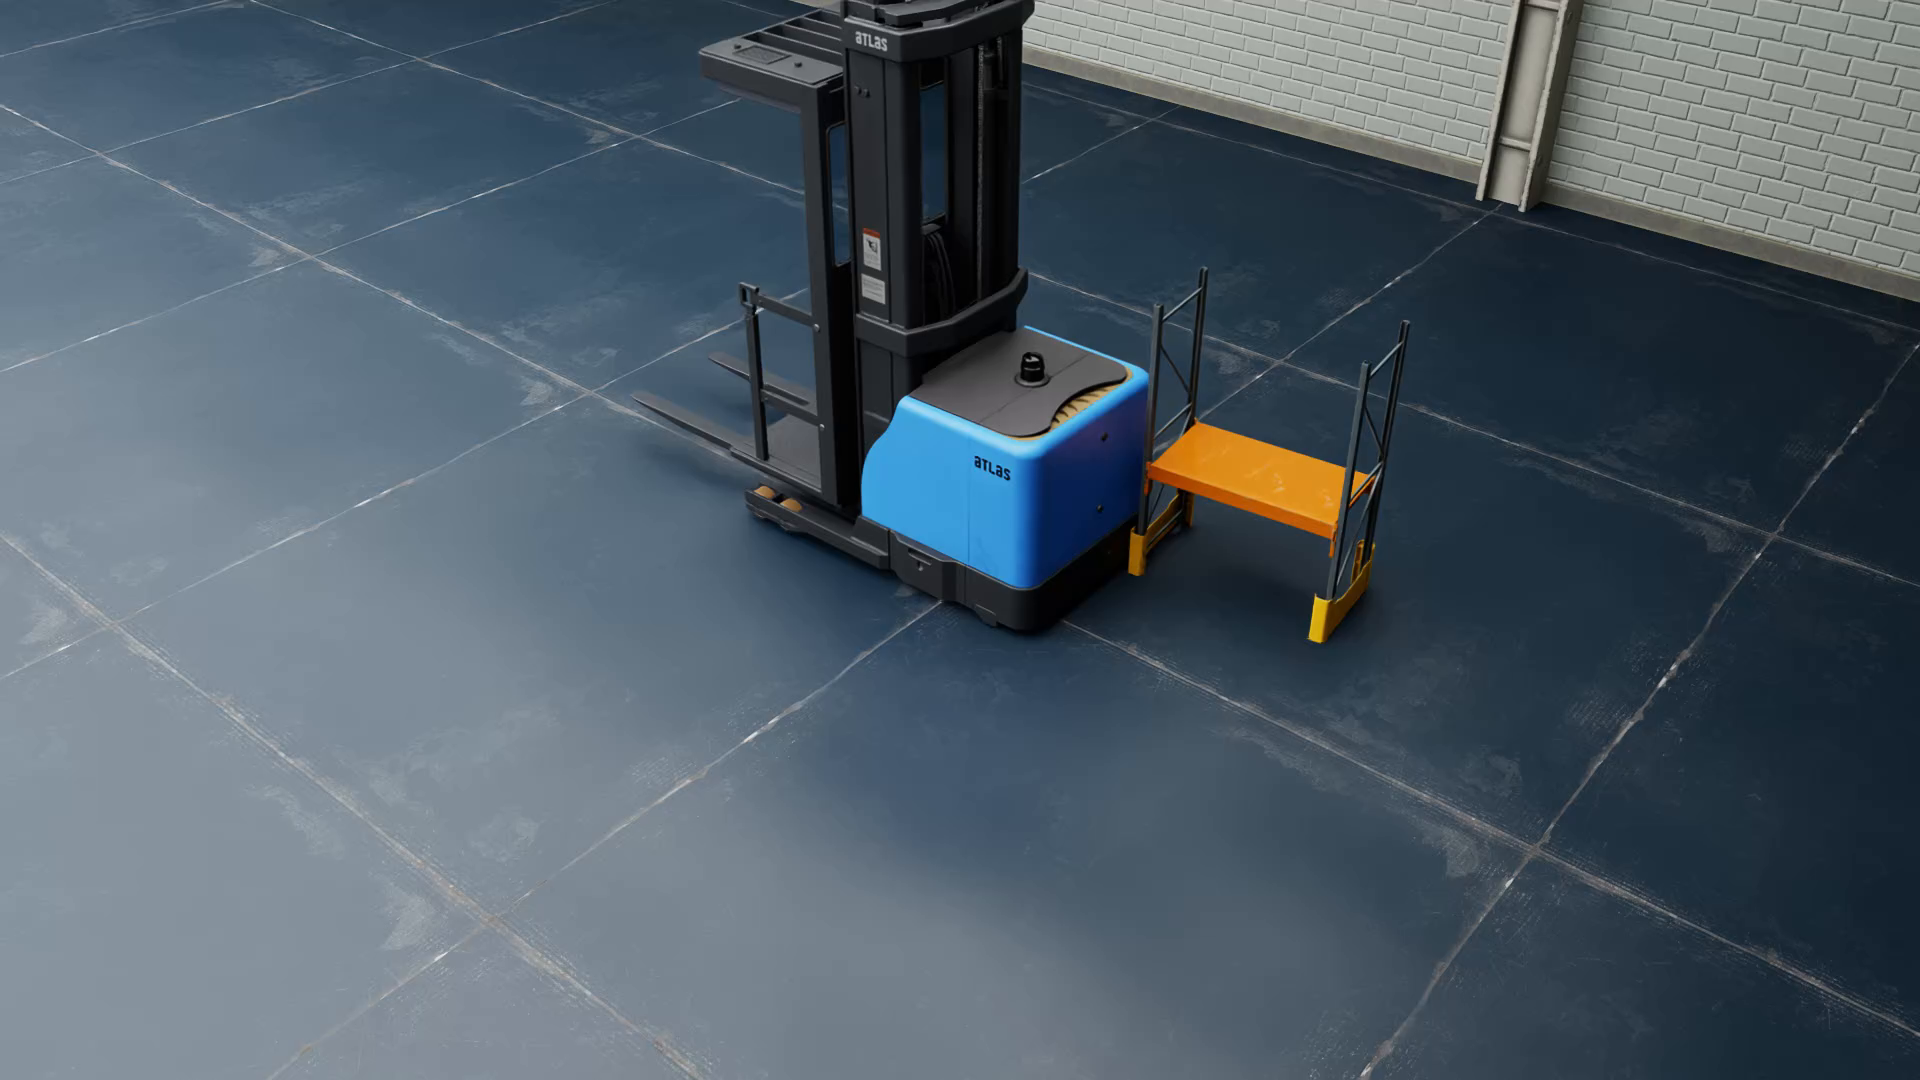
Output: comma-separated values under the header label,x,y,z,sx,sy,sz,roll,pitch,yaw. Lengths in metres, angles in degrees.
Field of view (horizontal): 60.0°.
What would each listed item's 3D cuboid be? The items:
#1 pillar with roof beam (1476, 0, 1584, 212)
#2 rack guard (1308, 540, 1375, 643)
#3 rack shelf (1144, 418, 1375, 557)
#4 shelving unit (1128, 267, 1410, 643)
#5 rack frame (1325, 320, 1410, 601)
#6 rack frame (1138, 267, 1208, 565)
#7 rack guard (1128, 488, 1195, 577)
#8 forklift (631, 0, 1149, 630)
label,x,y,z,sx,sy,sz,roll,pitch,yaw
pillar with roof beam,1.362,-4.392,7.196,0.400,9.000,9.100,25,42,32
rack guard,1.877,0.249,8.166,0.087,0.250,0.587,21,40,27
rack shelf,1.470,-0.271,8.137,1.000,0.185,0.538,21,40,27
shelving unit,1.463,-0.422,8.039,1.083,1.500,0.587,21,40,27
rack frame,1.894,-0.260,7.803,0.032,1.500,0.500,21,40,27
rack frame,1.047,-0.578,8.267,0.032,1.500,0.500,21,40,27
rack guard,1.048,-0.063,8.620,0.087,0.250,0.587,21,40,27
forklift,-0.518,-1.463,8.292,3.031,2.935,1.130,25,42,32
